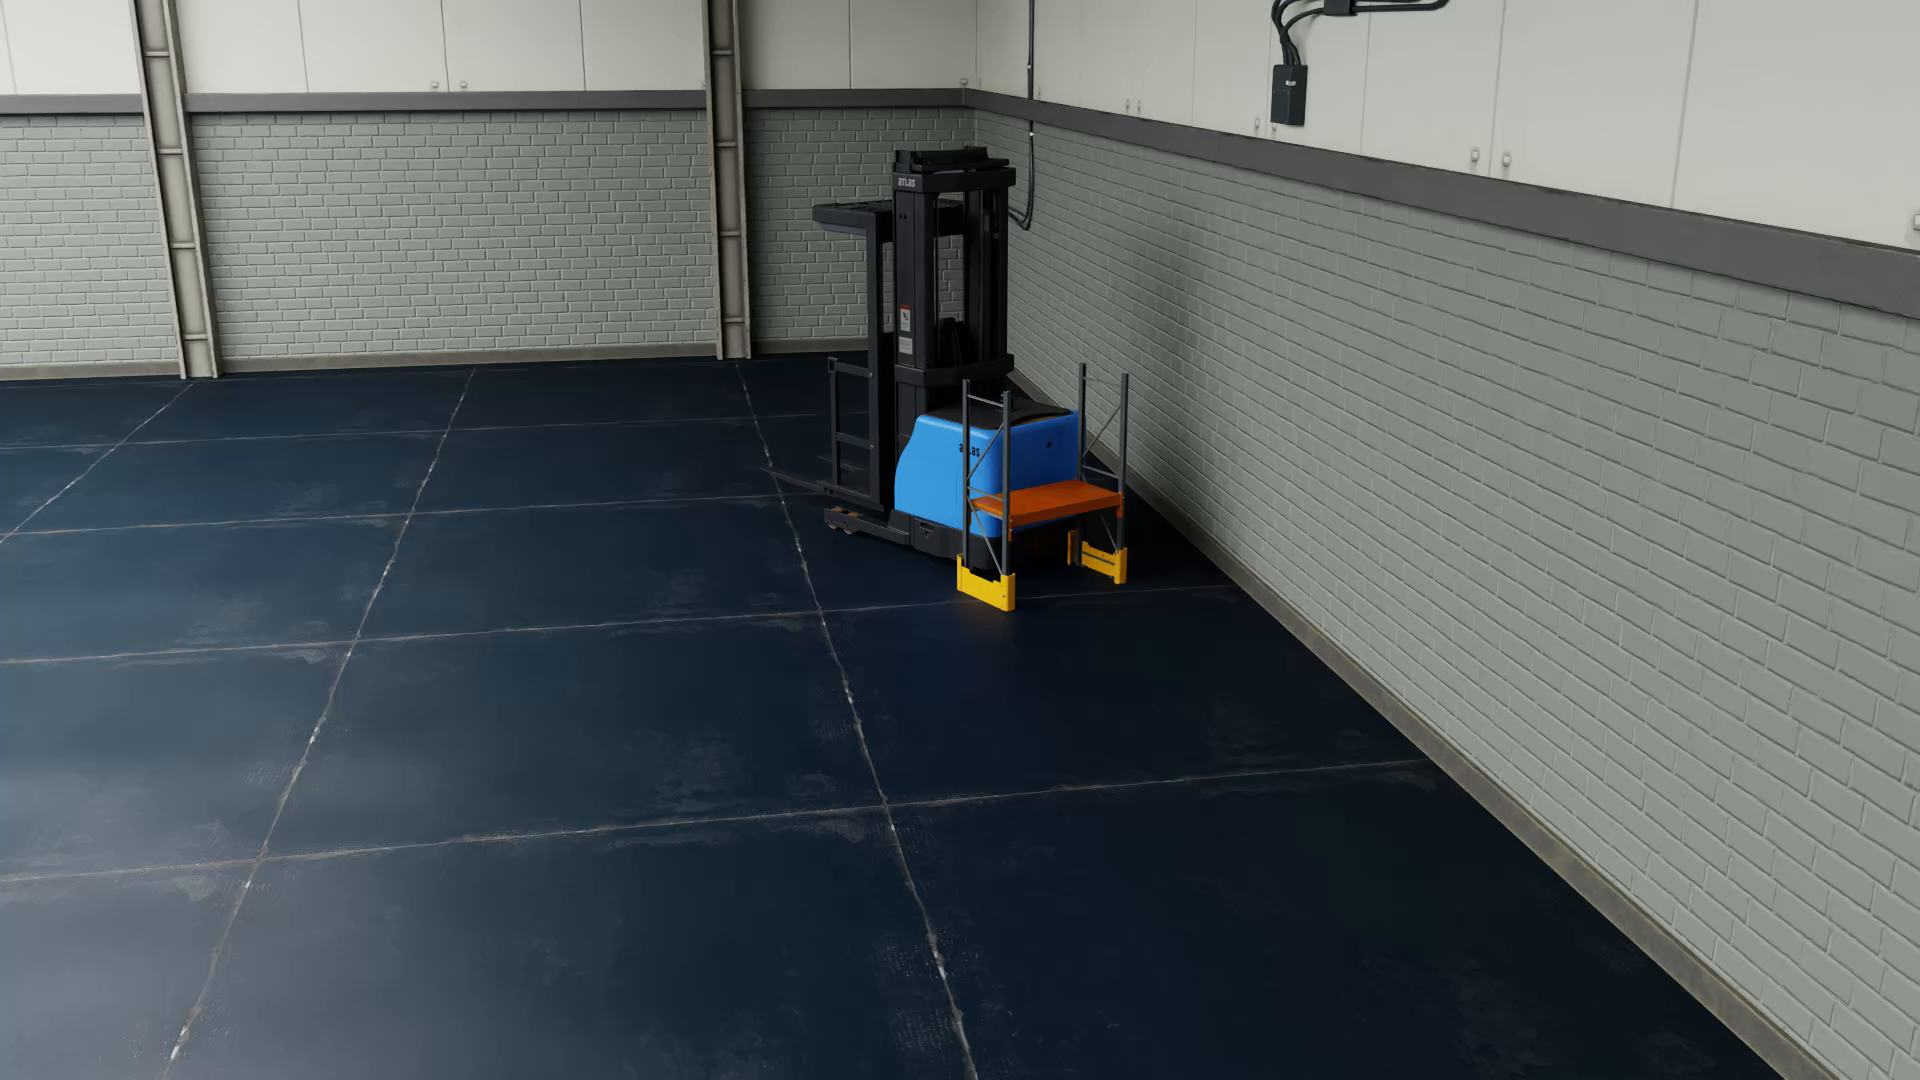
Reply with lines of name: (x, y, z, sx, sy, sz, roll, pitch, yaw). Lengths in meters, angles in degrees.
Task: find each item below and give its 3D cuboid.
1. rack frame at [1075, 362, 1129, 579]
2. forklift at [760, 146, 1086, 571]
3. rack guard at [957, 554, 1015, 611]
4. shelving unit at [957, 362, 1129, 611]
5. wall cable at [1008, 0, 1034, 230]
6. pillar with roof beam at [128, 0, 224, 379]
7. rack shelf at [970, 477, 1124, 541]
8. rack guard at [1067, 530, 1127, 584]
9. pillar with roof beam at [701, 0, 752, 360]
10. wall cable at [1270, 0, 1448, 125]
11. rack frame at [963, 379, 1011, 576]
rack frame: (1.003, -0.483, 11.830, 0.032, 1.500, 0.500, -12, 21, -34)
forklift: (-0.420, -1.536, 12.821, 1.130, 2.935, 3.031, -15, 23, -40)
rack guard: (0.177, 0.288, 11.449, 0.087, 0.250, 0.587, -12, 21, -34)
shelving unit: (0.582, -0.395, 11.543, 1.083, 1.500, 0.587, -12, 21, -34)
wall cable: (0.428, -4.805, 18.416, 0.112, 2.526, 3.097, -3, 17, -10)
pillar with roof beam: (-7.790, -4.931, 13.539, 0.400, 9.000, 9.100, -3, 17, -10)
rack shelf: (0.589, -0.224, 11.600, 1.000, 0.185, 0.538, -12, 21, -34)
rack guard: (0.987, 0.118, 12.003, 0.087, 0.250, 0.587, -12, 21, -34)
pillar with roof beam: (-1.899, -5.265, 14.627, 0.400, 9.000, 9.100, -3, 17, -10)
wall cable: (2.213, -5.177, 8.548, 0.169, 6.003, 2.305, -3, 17, -10)
rack frame: (0.176, -0.309, 11.265, 0.032, 1.500, 0.500, -12, 21, -34)
